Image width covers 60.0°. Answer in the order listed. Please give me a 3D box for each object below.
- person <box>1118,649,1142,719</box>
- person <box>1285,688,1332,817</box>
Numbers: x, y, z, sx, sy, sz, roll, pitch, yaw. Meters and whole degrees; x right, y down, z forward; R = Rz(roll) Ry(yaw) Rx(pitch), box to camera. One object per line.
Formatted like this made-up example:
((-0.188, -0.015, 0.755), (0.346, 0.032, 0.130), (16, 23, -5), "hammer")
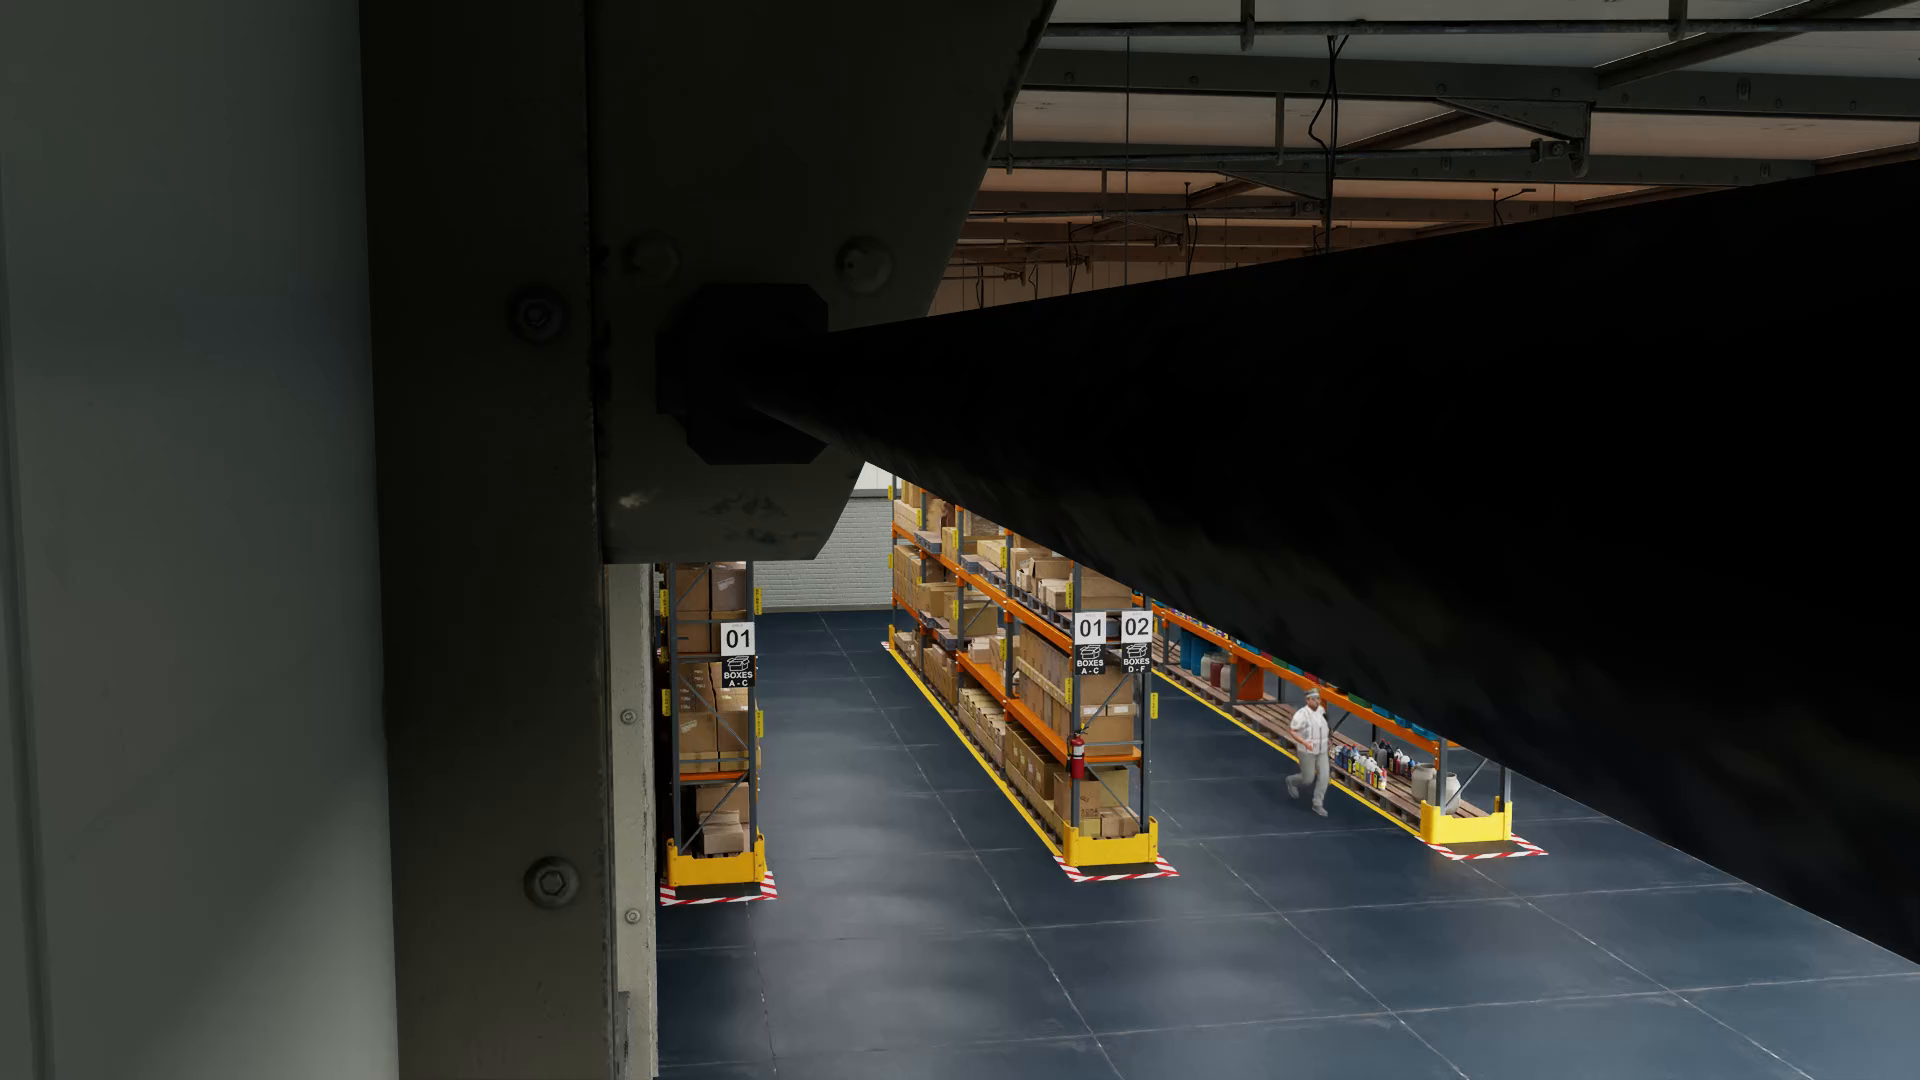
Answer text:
((3.097, 2.292, 29.334), (0.642, 1.767, 0.647), (-2, 7, -20), "person")
((4.939, 2.946, 23.412), (0.663, 1.772, 0.816), (-3, 7, -23), "person")
